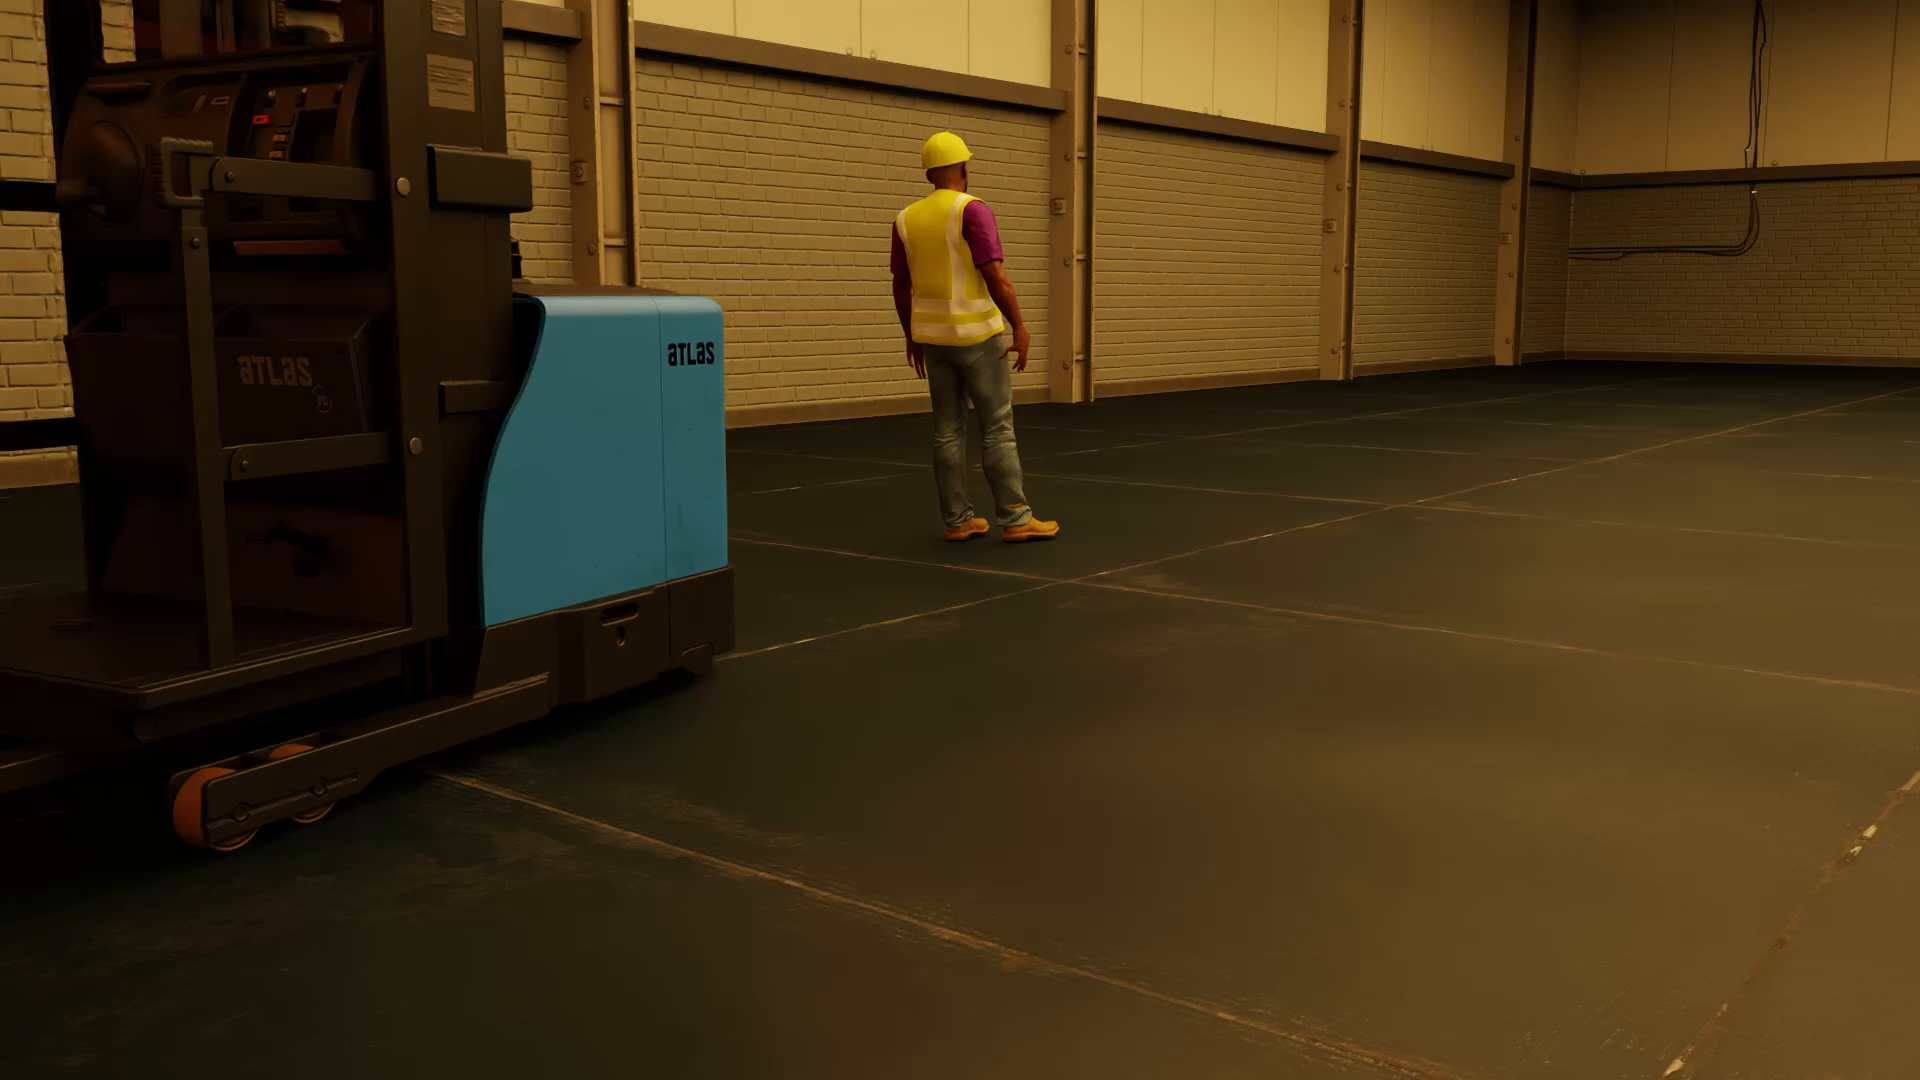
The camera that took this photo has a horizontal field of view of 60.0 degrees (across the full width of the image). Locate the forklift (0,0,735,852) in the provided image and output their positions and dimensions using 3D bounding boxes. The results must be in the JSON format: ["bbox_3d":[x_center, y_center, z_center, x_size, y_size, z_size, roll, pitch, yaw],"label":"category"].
[{"bbox_3d":[-1.766,-0.914,3.530,1.130,2.935,3.031,4,9,27],"label":"forklift"}]

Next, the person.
[{"bbox_3d":[0.049,-0.888,7.327,0.665,1.768,0.575,7,11,38],"label":"person"}]
